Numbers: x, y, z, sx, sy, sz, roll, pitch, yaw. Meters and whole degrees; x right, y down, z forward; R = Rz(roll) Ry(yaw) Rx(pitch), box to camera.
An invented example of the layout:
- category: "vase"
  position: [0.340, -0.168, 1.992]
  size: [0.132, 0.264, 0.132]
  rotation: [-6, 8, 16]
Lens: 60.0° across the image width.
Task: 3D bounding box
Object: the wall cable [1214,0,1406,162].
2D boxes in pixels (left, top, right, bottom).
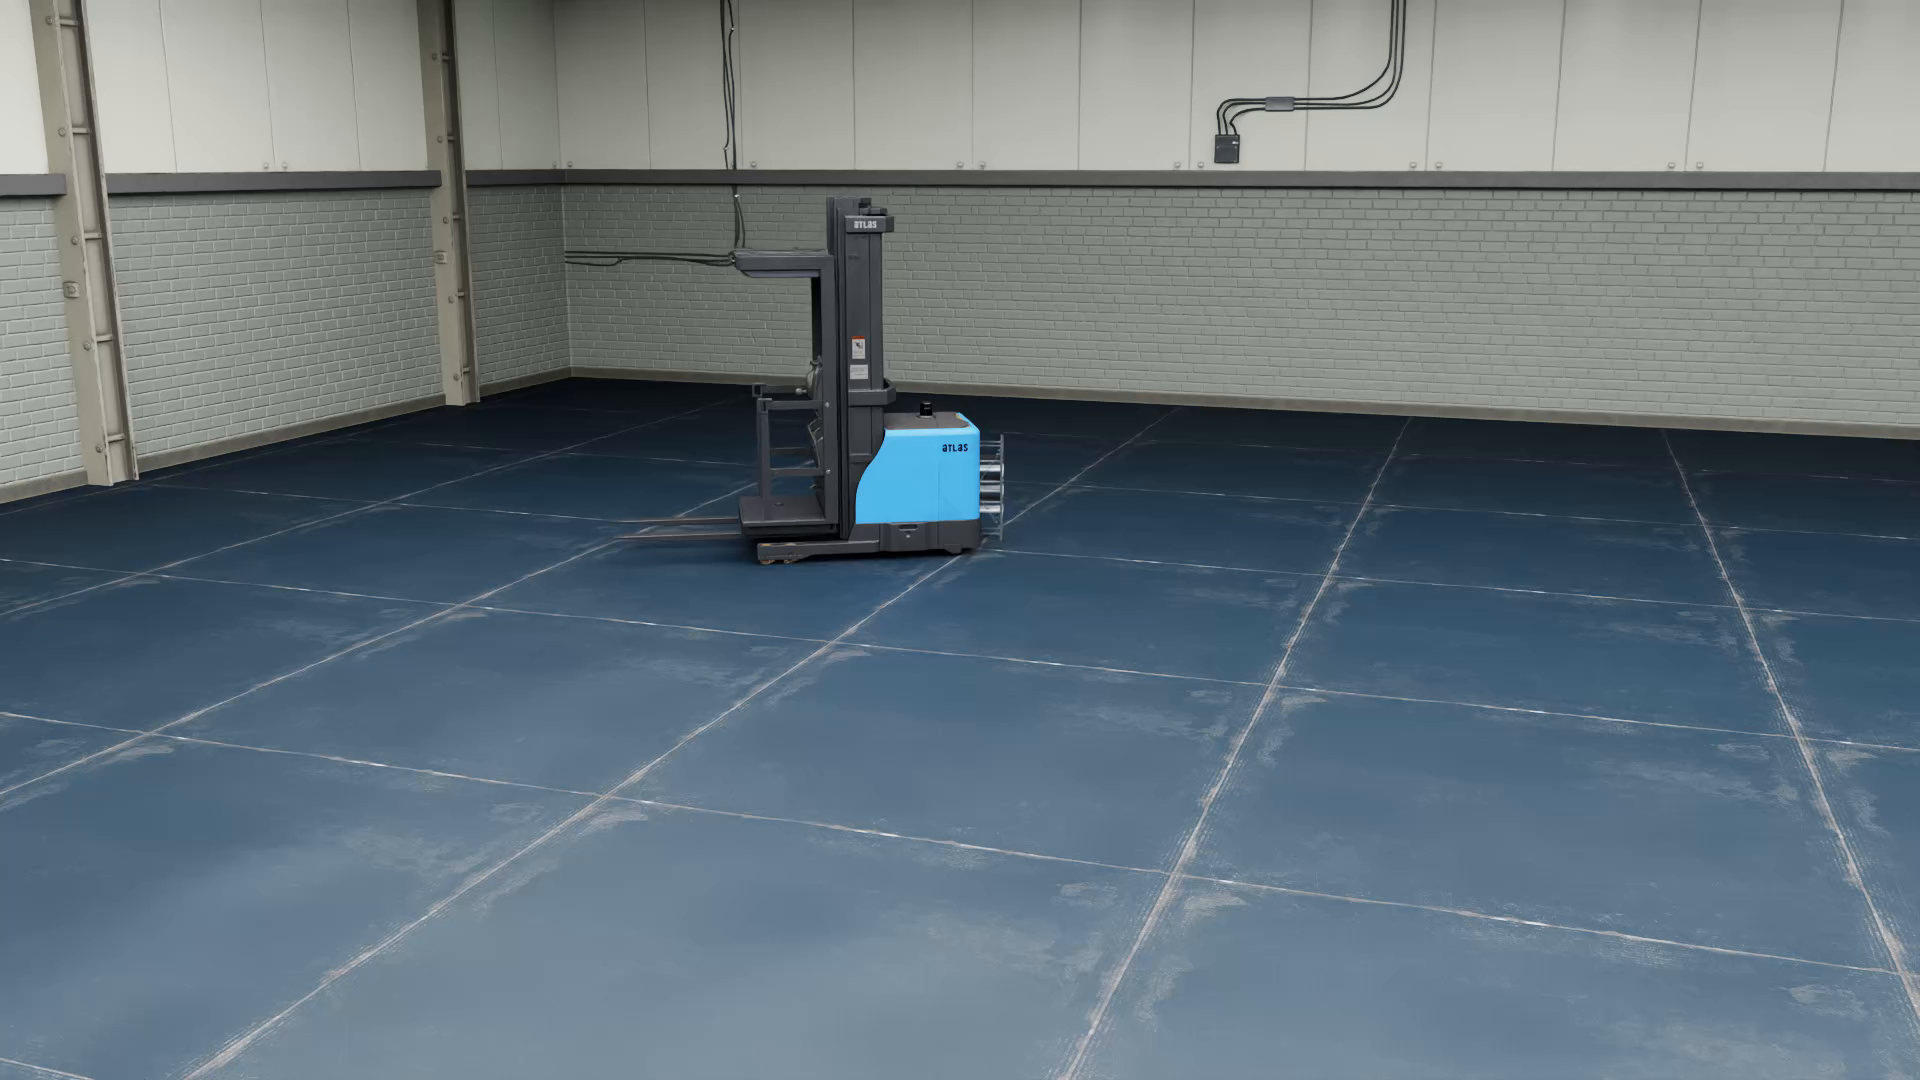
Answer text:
- category: "wall cable"
  position: [4.400, -7.748, 20.571]
  size: [2.305, 6.003, 0.169]
  rotation: [4, 14, 18]

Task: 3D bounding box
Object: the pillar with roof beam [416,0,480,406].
- category: "pillar with roof beam"
  position: [-2.709, -5.942, 20.300]
  size: [9.100, 9.000, 0.400]
  rotation: [4, 14, 18]

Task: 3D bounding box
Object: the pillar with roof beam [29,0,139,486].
- category: "pillar with roof beam"
  position: [-4.650, -4.679, 14.765]
  size: [9.100, 9.000, 0.400]
  rotation: [4, 14, 18]

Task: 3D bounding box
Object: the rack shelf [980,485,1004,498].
- category: "rack shelf"
  position: [0.249, -0.426, 14.472]
  size: [0.258, 0.077, 0.200]
  rotation: [1, 13, 2]

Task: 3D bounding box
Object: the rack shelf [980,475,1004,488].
- category: "rack shelf"
  position: [0.250, -0.514, 14.452]
  size: [0.258, 0.077, 0.200]
  rotation: [1, 13, 2]

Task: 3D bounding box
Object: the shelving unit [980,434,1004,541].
- category: "shelving unit"
  position: [0.250, -0.458, 14.464]
  size: [0.258, 0.900, 0.210]
  rotation: [1, 13, 2]

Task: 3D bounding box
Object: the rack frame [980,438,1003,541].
- category: "rack frame"
  position: [0.246, -0.436, 14.365]
  size: [0.240, 0.900, 0.006]
  rotation: [1, 13, 2]

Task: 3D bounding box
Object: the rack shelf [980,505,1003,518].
- category: "rack shelf"
  position: [0.249, -0.250, 14.512]
  size: [0.258, 0.077, 0.200]
  rotation: [1, 13, 2]

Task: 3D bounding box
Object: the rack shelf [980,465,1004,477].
- category: "rack shelf"
  position: [0.250, -0.601, 14.431]
  size: [0.258, 0.077, 0.200]
  rotation: [1, 13, 2]

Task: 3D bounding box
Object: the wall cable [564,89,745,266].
- category: "wall cable"
  position: [-4.578, -5.263, 24.304]
  size: [3.097, 2.526, 0.112]
  rotation: [4, 14, 18]

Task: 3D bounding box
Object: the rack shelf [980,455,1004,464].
- category: "rack shelf"
  position: [0.250, -0.689, 14.411]
  size: [0.258, 0.077, 0.200]
  rotation: [1, 13, 2]

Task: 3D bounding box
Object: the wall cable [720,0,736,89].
- category: "wall cable"
  position: [-2.018, -7.531, 22.889]
  size: [3.097, 2.526, 0.112]
  rotation: [4, 14, 18]

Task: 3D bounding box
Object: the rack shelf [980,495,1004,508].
- category: "rack shelf"
  position: [0.249, -0.338, 14.492]
  size: [0.258, 0.077, 0.200]
  rotation: [1, 13, 2]

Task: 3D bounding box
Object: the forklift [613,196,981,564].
- category: "forklift"
  position: [-1.387, -1.358, 13.849]
  size: [3.031, 2.935, 1.130]
  rotation: [-2, 13, -9]

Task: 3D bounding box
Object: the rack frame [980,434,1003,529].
- category: "rack frame"
  position: [0.253, -0.481, 14.563]
  size: [0.240, 0.900, 0.006]
  rotation: [1, 13, 2]
